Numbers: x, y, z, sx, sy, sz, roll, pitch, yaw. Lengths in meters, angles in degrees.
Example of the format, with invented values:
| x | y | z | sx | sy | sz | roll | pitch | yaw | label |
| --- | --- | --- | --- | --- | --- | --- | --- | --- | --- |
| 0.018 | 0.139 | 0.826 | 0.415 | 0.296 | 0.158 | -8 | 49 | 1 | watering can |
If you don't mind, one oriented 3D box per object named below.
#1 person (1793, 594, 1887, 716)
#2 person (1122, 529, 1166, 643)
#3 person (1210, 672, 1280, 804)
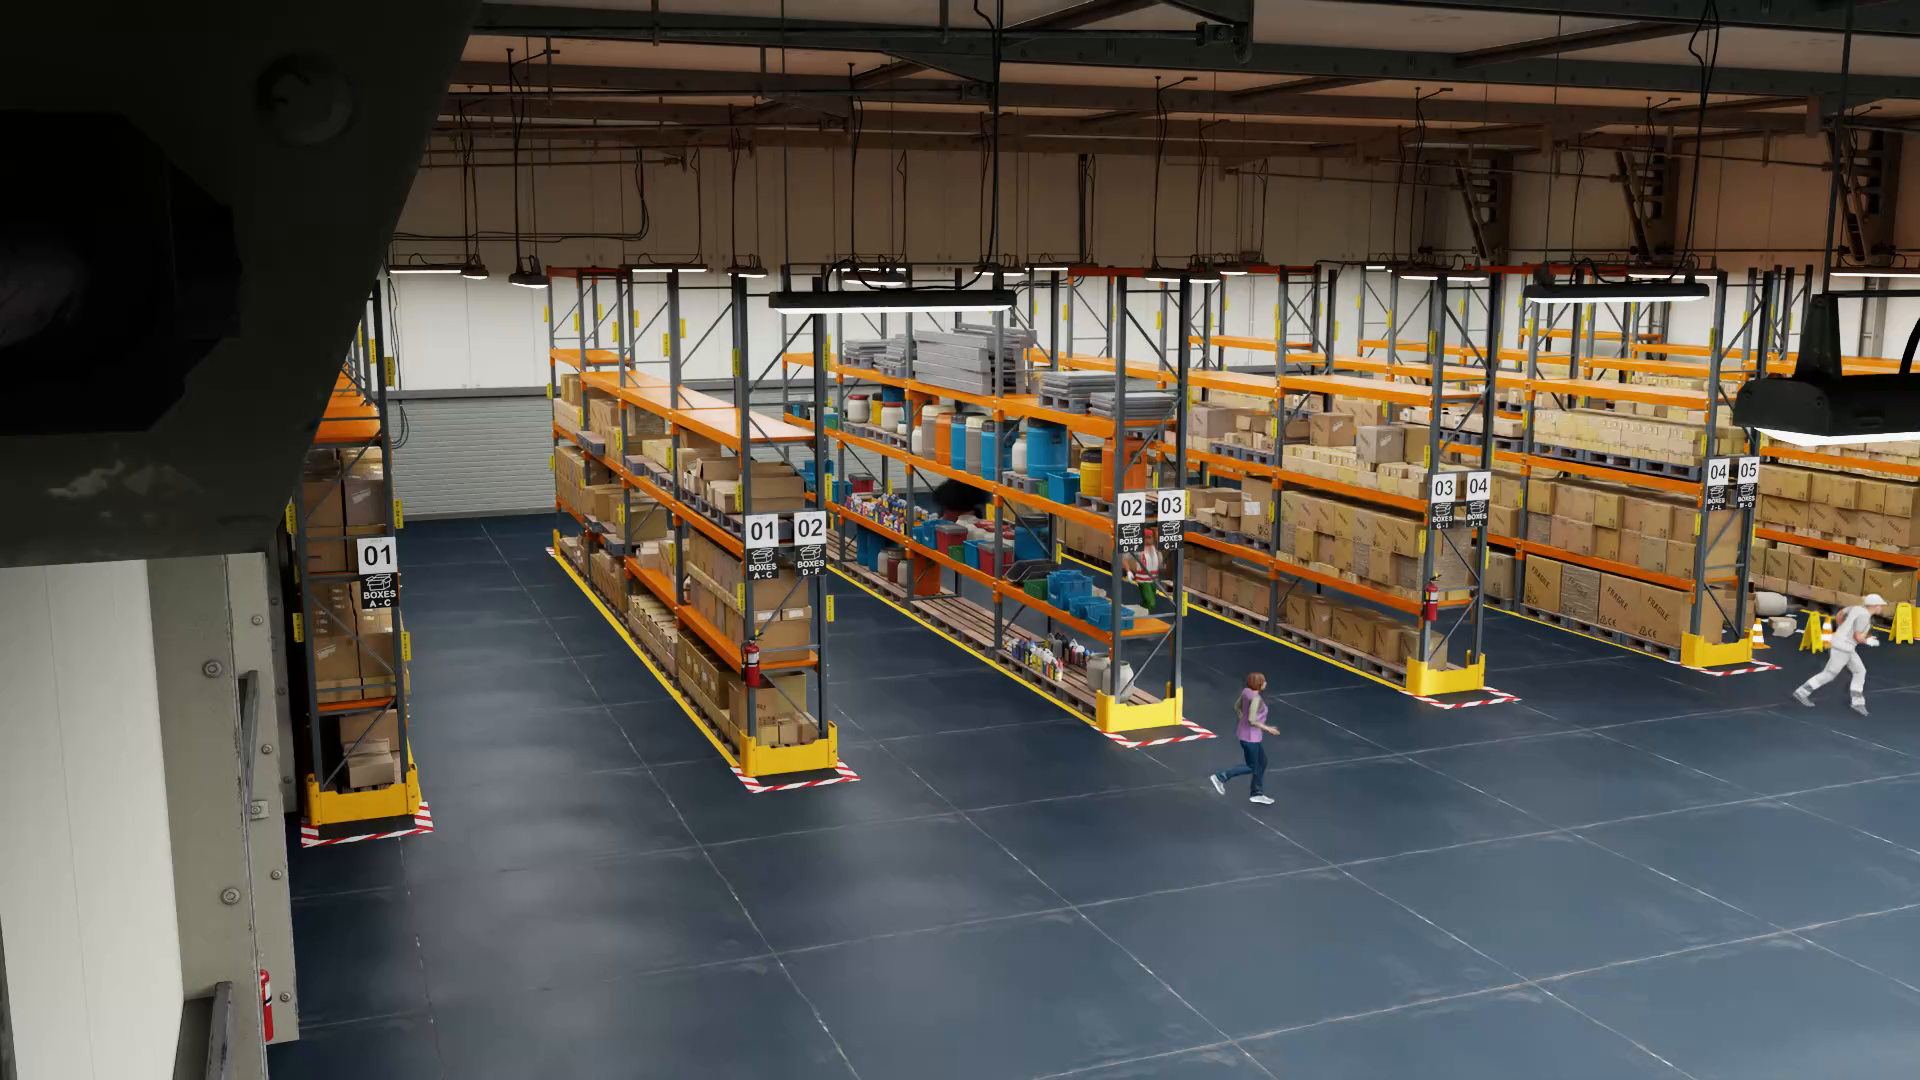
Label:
| x | y | z | sx | sy | sz | roll | pitch | yaw | label |
| --- | --- | --- | --- | --- | --- | --- | --- | --- | --- |
| 12.103 | 1.567 | 22.903 | 1.056 | 1.731 | 0.704 | 3 | 10 | 17 | person |
| 3.056 | 0.732 | 27.212 | 0.645 | 1.838 | 0.766 | -8 | 12 | -37 | person |
| 3.259 | 2.278 | 19.109 | 0.766 | 1.573 | 0.529 | 0 | 10 | -1 | person |
